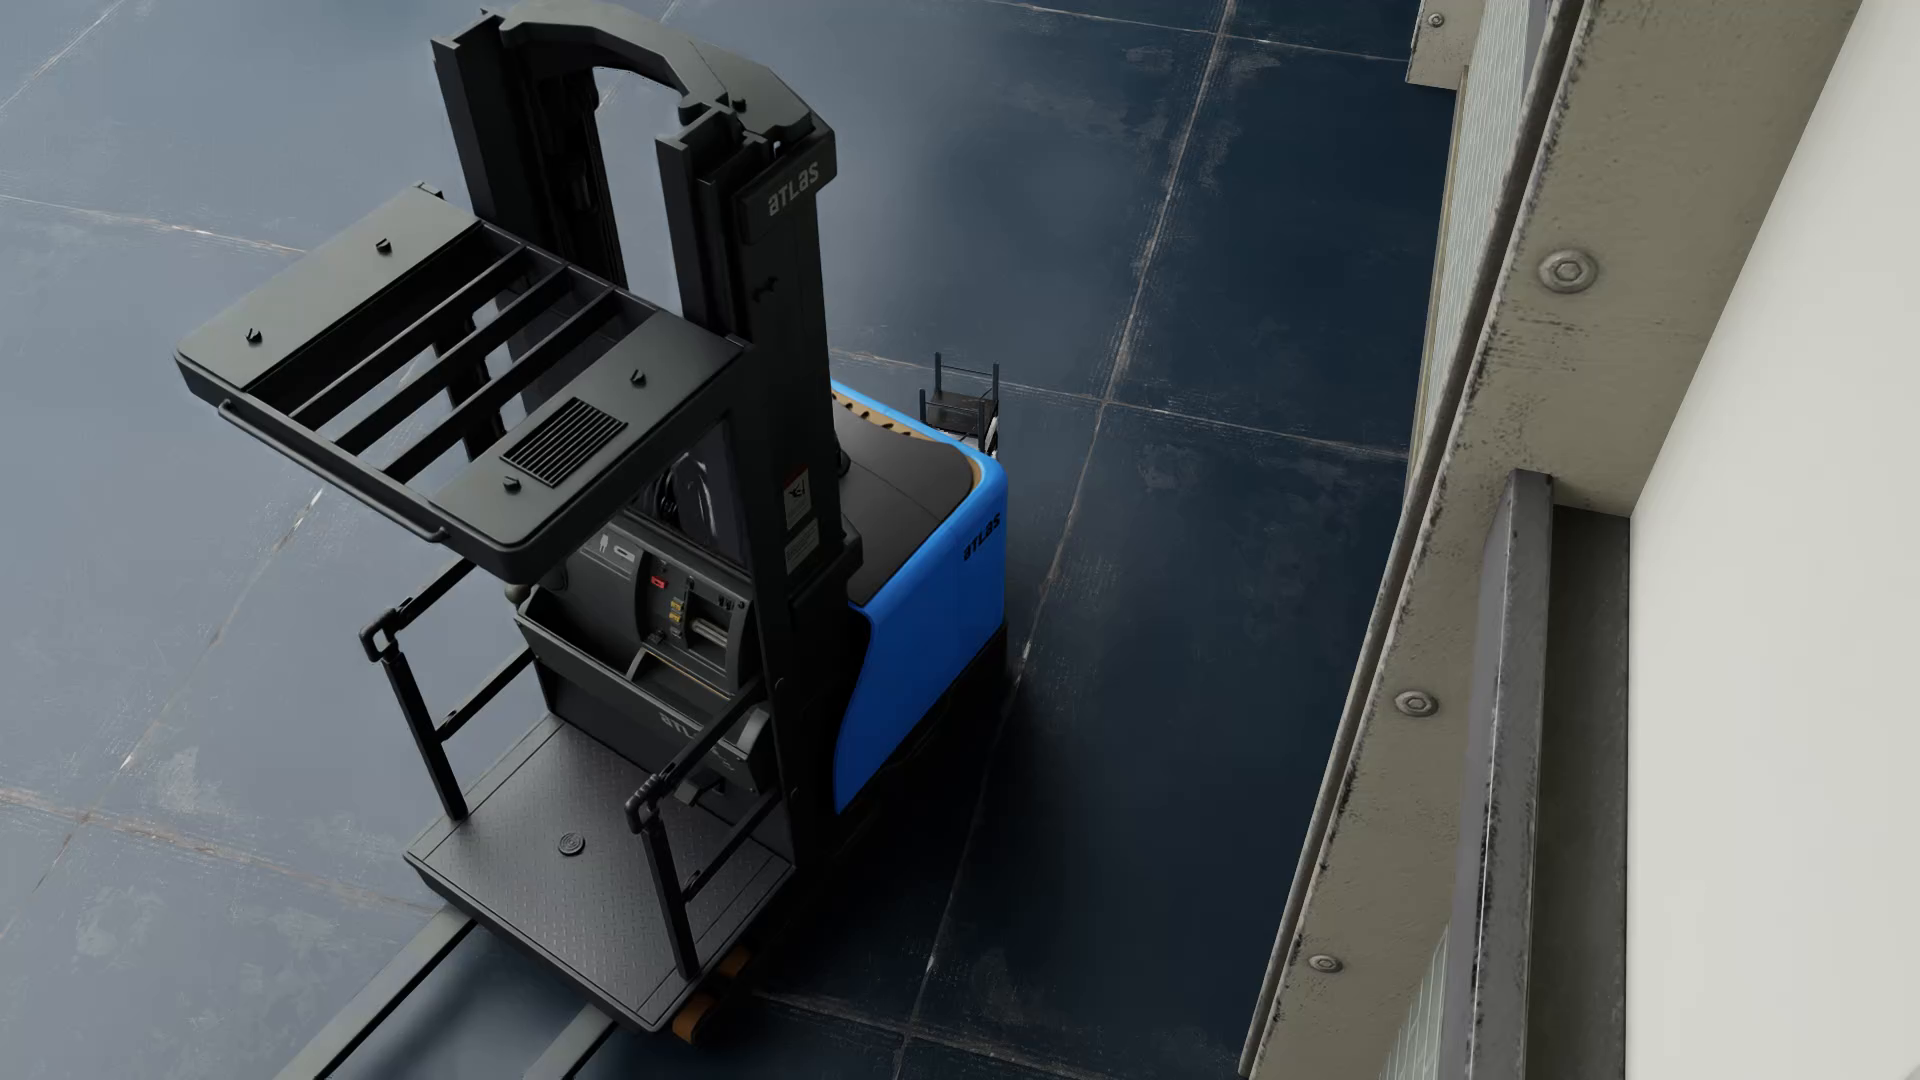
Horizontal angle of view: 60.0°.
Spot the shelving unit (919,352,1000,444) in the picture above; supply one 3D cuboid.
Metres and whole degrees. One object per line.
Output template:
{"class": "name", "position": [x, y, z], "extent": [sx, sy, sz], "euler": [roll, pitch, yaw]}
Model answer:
{"class": "shelving unit", "position": [-0.002, -0.292, 6.326], "extent": [0.258, 0.900, 0.210], "euler": [12, 50, 10]}

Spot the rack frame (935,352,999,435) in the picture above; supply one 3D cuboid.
{"class": "rack frame", "position": [0.025, -0.365, 6.391], "extent": [0.240, 0.900, 0.006], "euler": [12, 50, 10]}

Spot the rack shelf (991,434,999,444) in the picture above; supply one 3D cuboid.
{"class": "rack shelf", "position": [-0.002, -0.329, 6.284], "extent": [0.258, 0.077, 0.200], "euler": [12, 50, 10]}

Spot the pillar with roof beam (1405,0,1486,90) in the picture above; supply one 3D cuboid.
{"class": "pillar with roof beam", "position": [-1.594, -6.365, 6.285], "extent": [9.100, 9.000, 0.400], "euler": [12, 50, 10]}

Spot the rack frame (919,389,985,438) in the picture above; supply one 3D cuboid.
{"class": "rack frame", "position": [-0.029, -0.218, 6.261], "extent": [0.240, 0.900, 0.006], "euler": [12, 50, 10]}

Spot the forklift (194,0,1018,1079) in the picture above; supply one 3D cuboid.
{"class": "forklift", "position": [-1.043, 0.165, 4.568], "extent": [1.130, 2.935, 3.031], "euler": [27, 54, 22]}

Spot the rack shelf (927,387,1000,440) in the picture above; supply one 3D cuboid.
{"class": "rack shelf", "position": [-0.002, -0.449, 6.149], "extent": [0.258, 0.077, 0.200], "euler": [12, 50, 10]}

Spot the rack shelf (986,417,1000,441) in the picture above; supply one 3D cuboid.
{"class": "rack shelf", "position": [-0.002, -0.389, 6.216], "extent": [0.258, 0.077, 0.200], "euler": [12, 50, 10]}
